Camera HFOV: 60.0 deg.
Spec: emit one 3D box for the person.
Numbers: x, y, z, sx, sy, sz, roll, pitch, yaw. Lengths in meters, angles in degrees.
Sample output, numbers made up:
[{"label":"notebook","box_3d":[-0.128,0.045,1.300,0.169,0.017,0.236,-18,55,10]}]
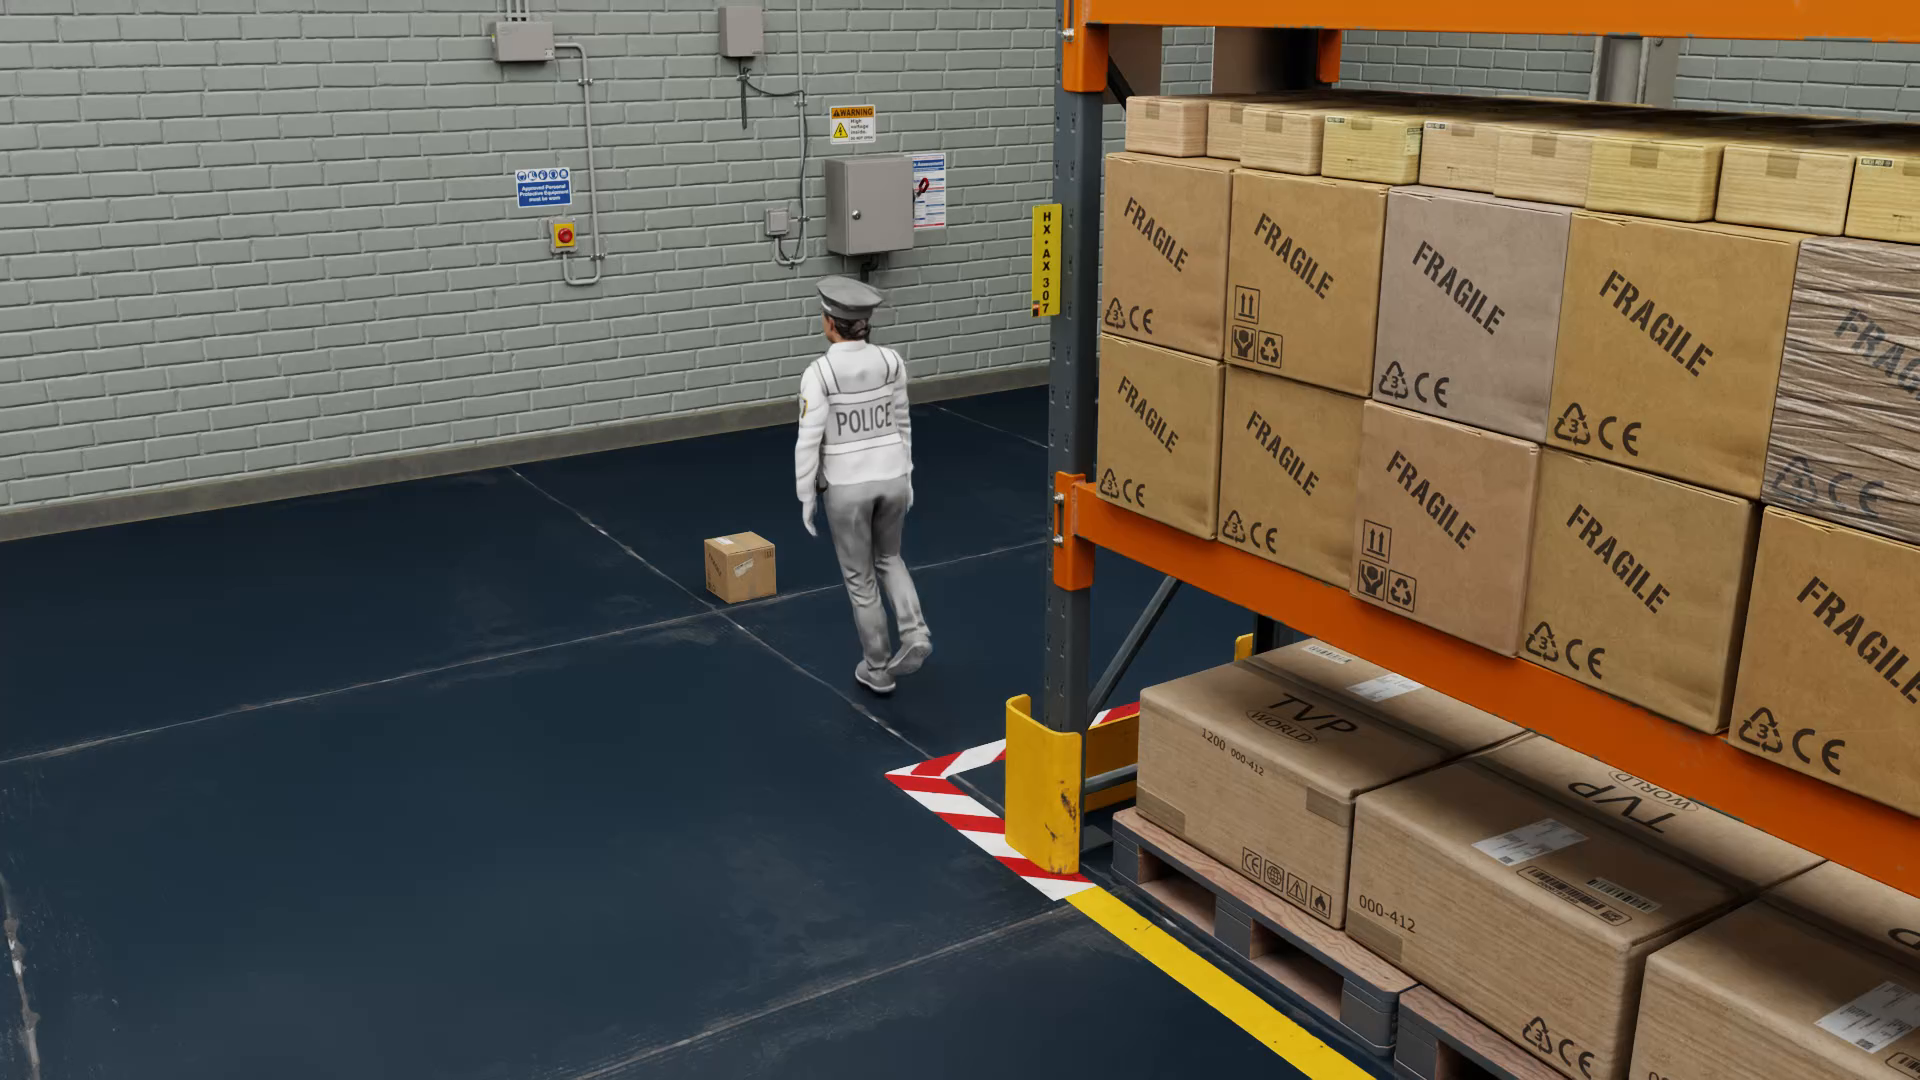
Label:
[{"label":"person","box_3d":[-0.364,-0.177,6.519,0.538,1.674,0.489,-9,20,-26]}]
